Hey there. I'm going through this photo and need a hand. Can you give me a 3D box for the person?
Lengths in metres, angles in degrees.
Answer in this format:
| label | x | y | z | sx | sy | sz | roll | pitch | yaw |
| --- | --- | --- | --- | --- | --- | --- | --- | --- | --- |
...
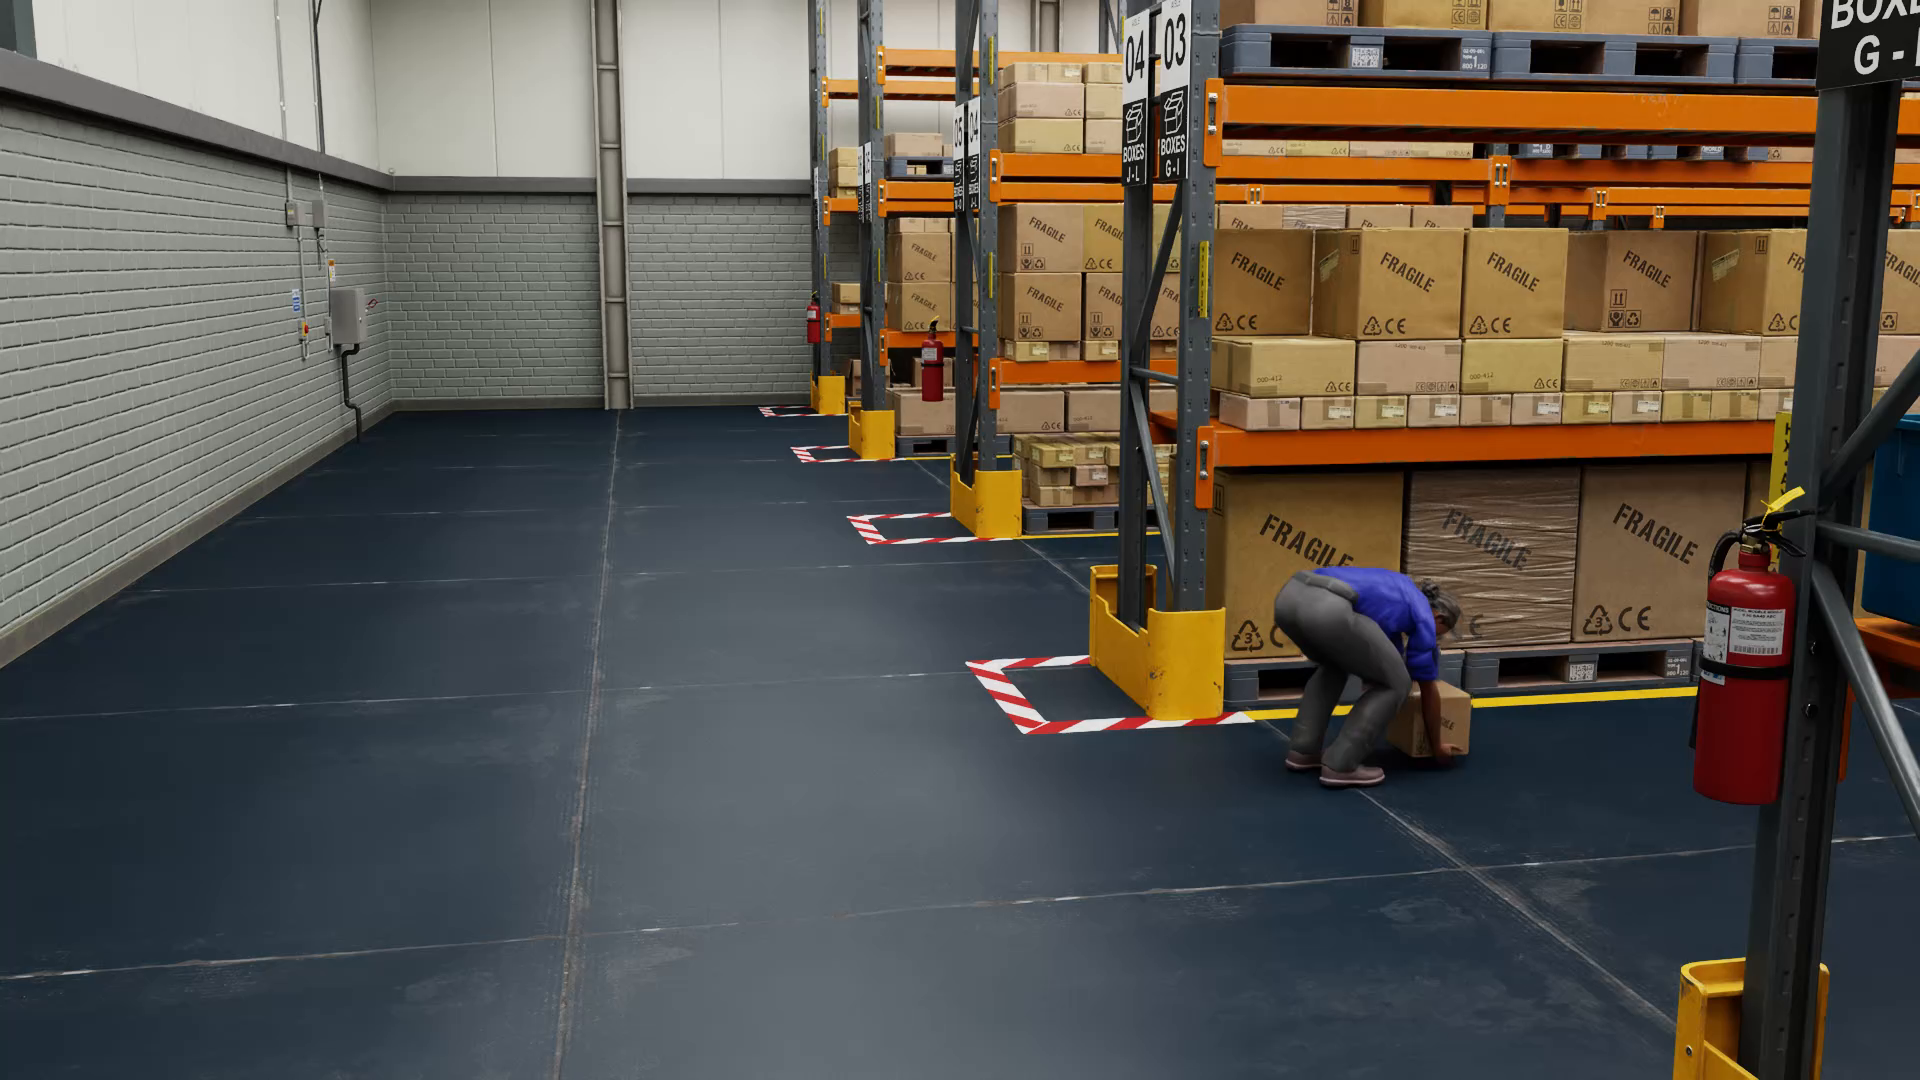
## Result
| label | x | y | z | sx | sy | sz | roll | pitch | yaw |
| --- | --- | --- | --- | --- | --- | --- | --- | --- | --- |
| person | 1.662 | 0.517 | 6.743 | 0.866 | 0.866 | 0.464 | -5 | 11 | -27 |
